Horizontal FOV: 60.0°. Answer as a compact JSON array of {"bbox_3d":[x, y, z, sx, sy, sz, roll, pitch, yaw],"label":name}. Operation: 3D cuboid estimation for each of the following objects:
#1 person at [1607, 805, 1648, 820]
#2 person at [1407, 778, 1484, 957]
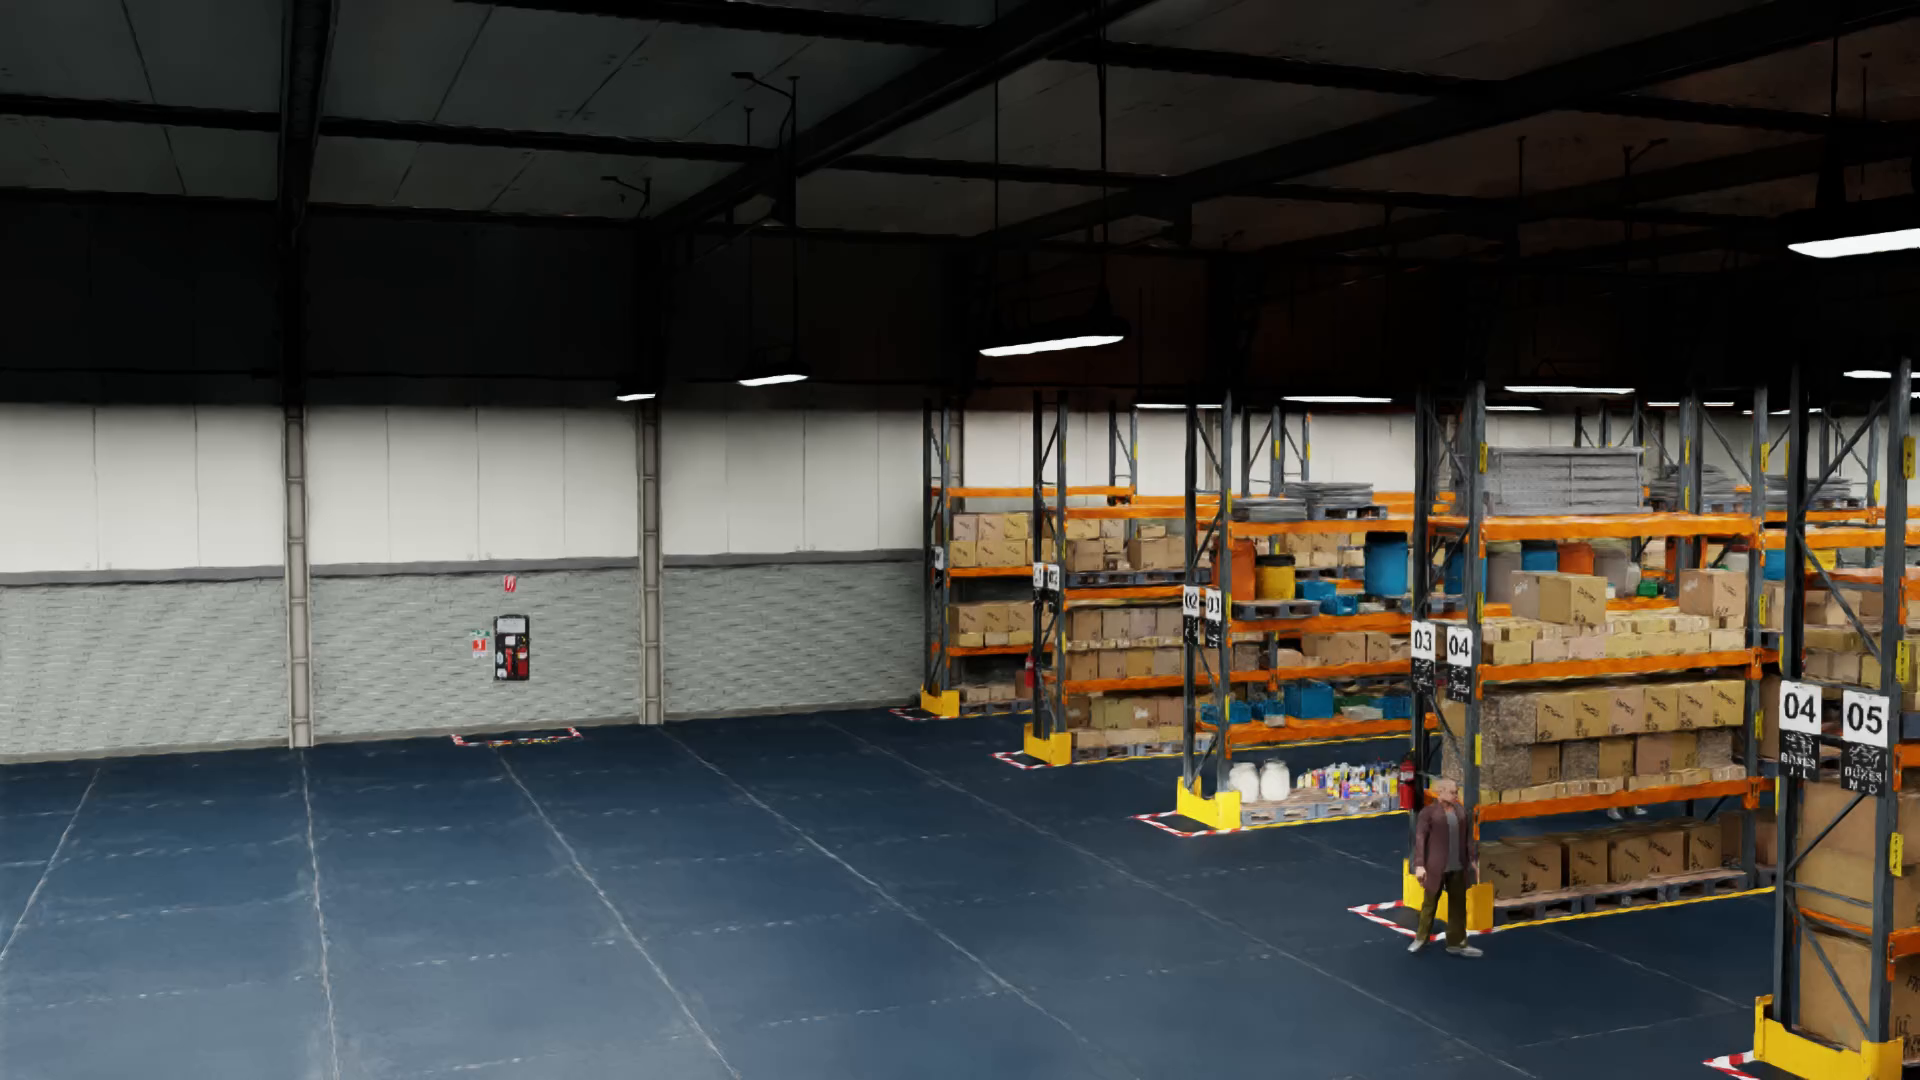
[{"bbox_3d":[9.160,2.917,22.803,0.463,1.782,0.598,3,4,41],"label":"person"},{"bbox_3d":[4.863,3.280,16.745,0.710,1.780,0.491,-1,3,-12],"label":"person"}]
